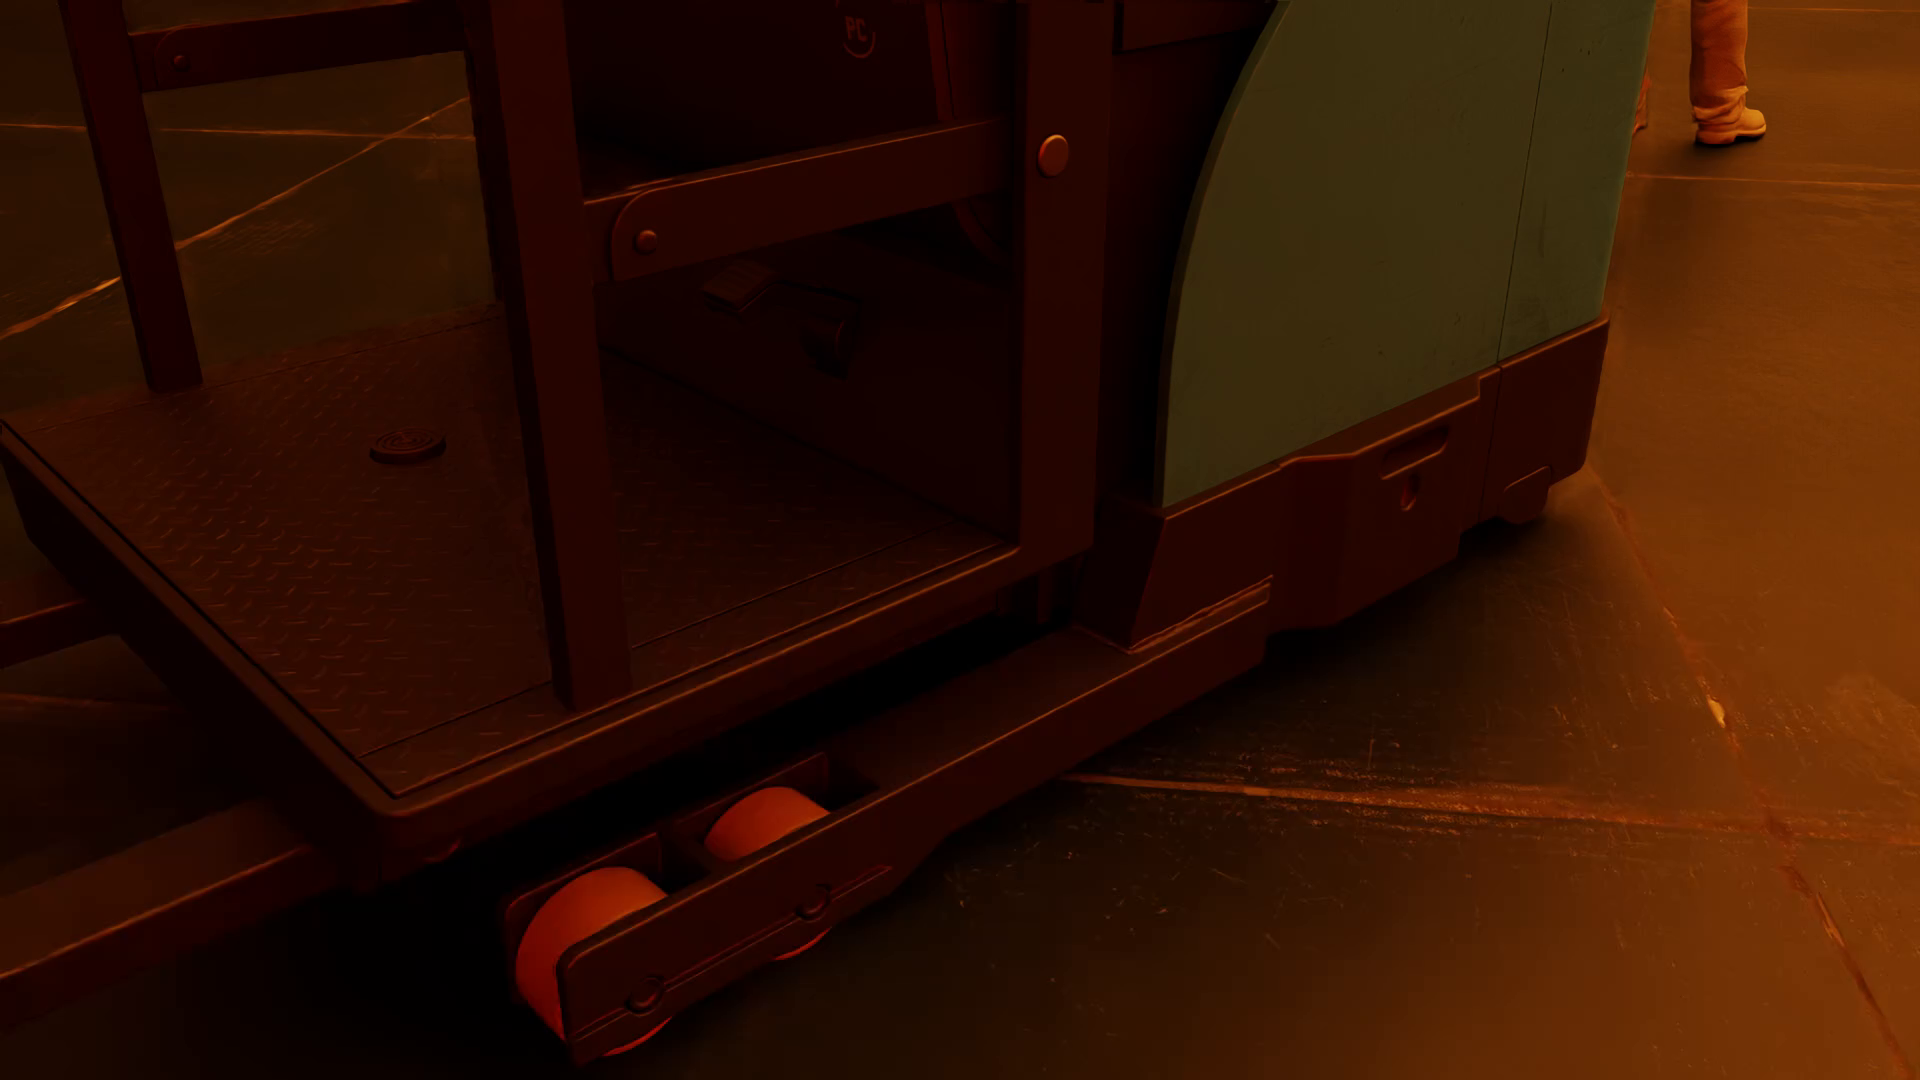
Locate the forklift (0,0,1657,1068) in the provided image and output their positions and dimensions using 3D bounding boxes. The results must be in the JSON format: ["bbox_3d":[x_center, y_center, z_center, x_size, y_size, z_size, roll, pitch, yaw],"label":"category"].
[{"bbox_3d":[-0.452,-1.099,1.419,3.031,2.935,1.130,-22,34,-37],"label":"forklift"}]

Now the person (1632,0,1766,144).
[{"bbox_3d":[1.971,-1.985,4.476,0.631,1.773,0.568,19,32,34],"label":"person"}]
